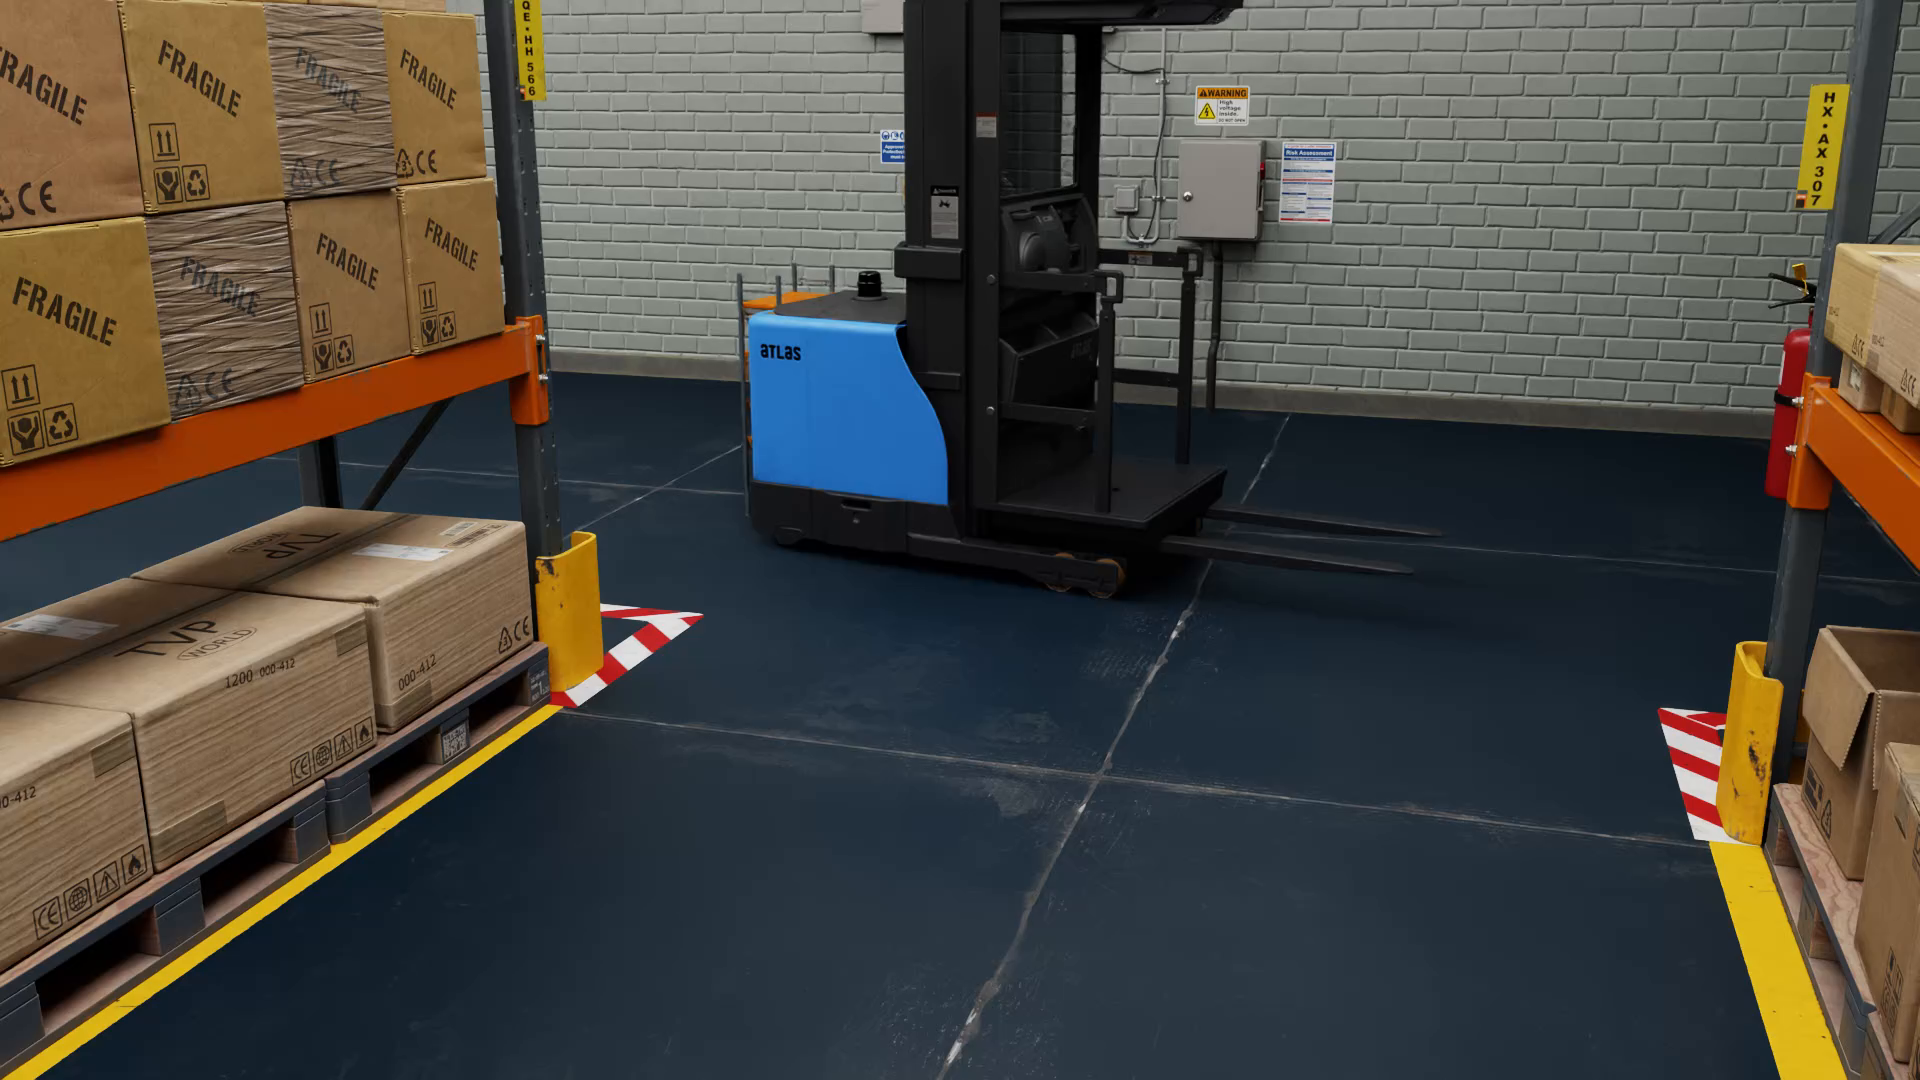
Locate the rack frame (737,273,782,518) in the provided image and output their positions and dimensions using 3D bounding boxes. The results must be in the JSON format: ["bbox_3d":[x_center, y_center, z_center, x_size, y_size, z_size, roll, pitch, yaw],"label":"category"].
[{"bbox_3d":[-0.951,-0.678,8.021,0.240,1.200,0.015,8,18,26],"label":"rack frame"}]

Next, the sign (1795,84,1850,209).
[{"bbox_3d":[2.317,-1.054,4.462,0.100,0.325,0.005,5,16,16],"label":"sign"}]

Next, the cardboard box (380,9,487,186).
[{"bbox_3d":[-1.832,-1.364,5.125,0.500,0.500,0.500,5,17,18],"label":"cardboard box"}]

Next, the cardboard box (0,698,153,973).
[{"bbox_3d":[-2.525,0.707,3.764,0.875,0.438,0.875,4,16,14],"label":"cardboard box"}]

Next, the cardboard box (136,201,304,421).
[{"bbox_3d":[-2.100,-0.615,4.318,0.500,0.500,0.500,5,17,17],"label":"cardboard box"}]

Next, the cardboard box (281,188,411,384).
[{"bbox_3d":[-1.963,-0.751,4.796,0.500,0.500,0.500,4,16,15],"label":"cardboard box"}]

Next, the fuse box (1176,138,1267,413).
[{"bbox_3d":[1.630,-1.636,10.460,0.539,1.711,0.414,5,16,16],"label":"fuse box"}]

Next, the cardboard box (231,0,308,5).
[{"bbox_3d":[-1.986,-1.506,4.438,0.380,0.149,0.250,5,17,17],"label":"cardboard box"}]

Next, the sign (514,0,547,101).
[{"bbox_3d":[-1.407,-1.605,5.434,0.100,0.325,0.005,5,16,16],"label":"sign"}]

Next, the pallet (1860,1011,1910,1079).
[{"bbox_3d":[2.241,1.293,2.885,1.003,0.211,1.213,5,16,16],"label":"pallet"}]

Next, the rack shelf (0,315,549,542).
[{"bbox_3d":[-2.491,-0.110,4.039,1.077,0.370,4.000,5,16,16],"label":"rack shelf"}]

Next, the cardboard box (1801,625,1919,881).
[{"bbox_3d":[2.572,0.556,4.177,0.797,0.503,0.637,4,16,14],"label":"cardboard box"}]

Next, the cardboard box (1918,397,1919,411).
[{"bbox_3d":[2.166,-0.304,3.133,0.500,0.250,0.500,4,16,15],"label":"cardboard box"}]

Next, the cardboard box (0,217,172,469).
[{"bbox_3d":[-2.234,-0.479,3.839,0.500,0.500,0.500,5,17,18],"label":"cardboard box"}]

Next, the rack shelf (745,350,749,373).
[{"bbox_3d":[-0.842,-0.888,8.188,0.258,0.148,0.480,8,18,26],"label":"rack shelf"}]

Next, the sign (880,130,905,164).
[{"bbox_3d":[-0.372,-2.606,11.026,0.327,0.218,0.001,5,16,16],"label":"sign"}]

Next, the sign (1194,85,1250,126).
[{"bbox_3d":[1.635,-2.711,10.377,0.339,0.242,0.001,5,16,16],"label":"sign"}]

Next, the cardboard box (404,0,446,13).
[{"bbox_3d":[-1.833,-1.711,5.161,0.380,0.149,0.250,5,17,17],"label":"cardboard box"}]

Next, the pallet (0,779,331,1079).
[{"bbox_3d":[-2.424,0.896,4.285,1.003,0.211,1.213,5,16,16],"label":"pallet"}]

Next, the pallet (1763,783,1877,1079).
[{"bbox_3d":[2.590,0.975,4.007,1.003,0.211,1.213,5,16,16],"label":"pallet"}]

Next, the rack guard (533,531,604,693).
[{"bbox_3d":[-1.916,0.217,6.149,1.175,0.500,0.348,5,16,16],"label":"rack guard"}]

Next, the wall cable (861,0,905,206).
[{"bbox_3d":[-0.343,-2.960,10.850,0.585,1.953,0.123,5,16,16],"label":"wall cable"}]

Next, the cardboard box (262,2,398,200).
[{"bbox_3d":[-1.952,-1.225,4.635,0.500,0.500,0.500,5,16,16],"label":"cardboard box"}]

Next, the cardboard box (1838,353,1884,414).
[{"bbox_3d":[2.481,-0.410,4.238,0.380,0.149,0.250,4,16,15],"label":"cardboard box"}]

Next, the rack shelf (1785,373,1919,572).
[{"bbox_3d":[2.269,0.274,2.685,1.077,0.370,4.000,5,16,16],"label":"rack shelf"}]

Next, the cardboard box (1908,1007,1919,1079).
[{"bbox_3d":[2.046,0.909,2.939,0.500,0.500,0.500,5,17,17],"label":"cardboard box"}]

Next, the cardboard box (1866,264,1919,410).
[{"bbox_3d":[2.307,-0.437,3.602,0.500,0.250,0.500,5,17,16],"label":"cardboard box"}]

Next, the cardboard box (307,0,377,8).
[{"bbox_3d":[-1.875,-1.569,4.659,0.380,0.149,0.250,4,16,15],"label":"cardboard box"}]

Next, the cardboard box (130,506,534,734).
[{"bbox_3d":[-2.015,0.232,5.442,0.875,0.438,0.875,4,16,14],"label":"cardboard box"}]

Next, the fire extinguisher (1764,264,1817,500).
[{"bbox_3d":[2.436,-0.453,4.755,0.296,0.674,0.183,5,16,16],"label":"fire extinguisher"}]

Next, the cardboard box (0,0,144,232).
[{"bbox_3d":[-2.240,-0.964,3.717,0.500,0.500,0.500,5,16,15],"label":"cardboard box"}]

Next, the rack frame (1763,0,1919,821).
[{"bbox_3d":[2.837,-0.595,4.432,1.000,3.000,0.127,5,16,16],"label":"rack frame"}]

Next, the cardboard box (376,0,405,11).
[{"bbox_3d":[-1.882,-1.643,4.920,0.380,0.149,0.250,5,17,17],"label":"cardboard box"}]

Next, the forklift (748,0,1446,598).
[{"bbox_3d":[0.578,-1.331,7.150,3.031,2.935,1.130,8,18,26],"label":"forklift"}]

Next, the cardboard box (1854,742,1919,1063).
[{"bbox_3d":[2.292,0.778,3.399,0.700,0.500,0.500,5,17,18],"label":"cardboard box"}]

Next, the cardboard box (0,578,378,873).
[{"bbox_3d":[-2.267,0.472,4.595,0.875,0.438,0.875,5,17,17],"label":"cardboard box"}]

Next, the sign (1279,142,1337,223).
[{"bbox_3d":[2.162,-2.226,10.353,0.329,0.494,0.001,5,16,16],"label":"sign"}]

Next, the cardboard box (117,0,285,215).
[{"bbox_3d":[-2.096,-1.096,4.180,0.500,0.500,0.500,5,16,16],"label":"cardboard box"}]

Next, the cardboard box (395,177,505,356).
[{"bbox_3d":[-1.806,-0.881,5.254,0.500,0.500,0.500,5,17,16],"label":"cardboard box"}]

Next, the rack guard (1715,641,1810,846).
[{"bbox_3d":[2.816,0.627,4.703,1.175,0.500,0.348,5,16,16],"label":"rack guard"}]

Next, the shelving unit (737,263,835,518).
[{"bbox_3d":[-0.842,-0.738,8.231,0.258,1.200,0.503,8,18,26],"label":"shelving unit"}]

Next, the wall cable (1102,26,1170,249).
[{"bbox_3d":[1.020,-2.838,10.477,0.588,1.984,0.122,5,16,16],"label":"wall cable"}]

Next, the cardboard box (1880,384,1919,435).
[{"bbox_3d":[2.453,-0.340,3.991,0.380,0.149,0.250,5,17,17],"label":"cardboard box"}]

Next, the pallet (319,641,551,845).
[{"bbox_3d":[-2.075,0.577,5.407,1.003,0.211,1.213,5,16,16],"label":"pallet"}]

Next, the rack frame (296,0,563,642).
[{"bbox_3d":[-1.923,-0.979,5.785,1.000,3.000,0.127,5,16,16],"label":"rack frame"}]

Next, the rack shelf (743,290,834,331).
[{"bbox_3d":[-0.842,-1.116,8.124,0.258,0.148,0.480,8,18,26],"label":"rack shelf"}]

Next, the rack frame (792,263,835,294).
[{"bbox_3d":[-0.732,-0.797,8.440,0.240,1.200,0.015,8,18,26],"label":"rack frame"}]

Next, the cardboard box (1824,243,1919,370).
[{"bbox_3d":[2.450,-0.569,4.067,0.500,0.250,0.500,5,17,16],"label":"cardboard box"}]

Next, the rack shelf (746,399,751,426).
[{"bbox_3d":[-0.842,-0.673,8.249,0.258,0.148,0.480,8,18,26],"label":"rack shelf"}]

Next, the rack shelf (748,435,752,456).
[{"bbox_3d":[-0.842,-0.482,8.303,0.258,0.148,0.480,8,18,26],"label":"rack shelf"}]
